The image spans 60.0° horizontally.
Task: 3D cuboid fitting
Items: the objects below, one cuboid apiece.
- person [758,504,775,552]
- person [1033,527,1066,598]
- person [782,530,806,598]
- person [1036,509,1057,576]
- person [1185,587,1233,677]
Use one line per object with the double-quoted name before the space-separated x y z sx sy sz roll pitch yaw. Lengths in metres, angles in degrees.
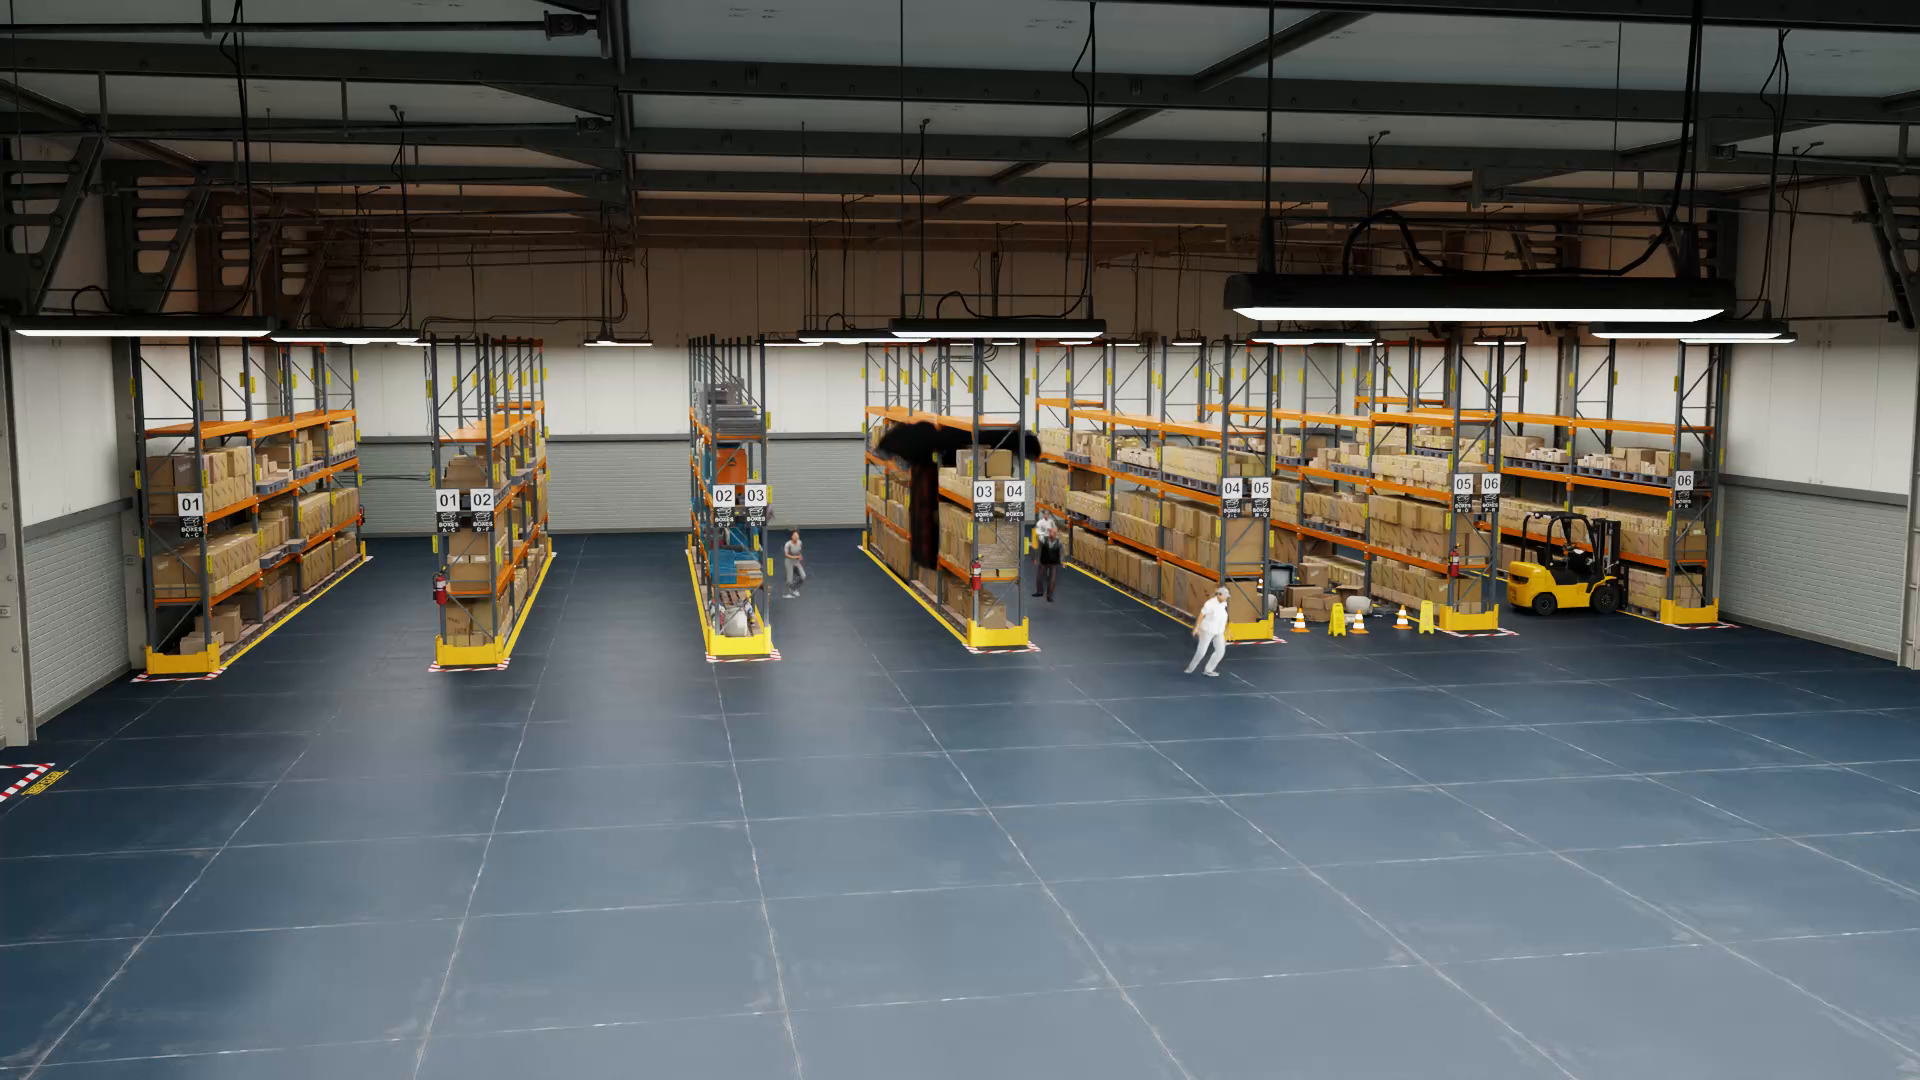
"person" -5.595 -0.421 47.363 0.551 1.449 0.978 -2 7 -20
"person" 1.990 0.496 36.939 0.739 1.620 0.575 1 7 6
"person" -3.710 0.542 37.101 0.571 1.561 0.807 -5 8 -37
"person" 2.206 0.054 42.239 0.580 1.717 0.760 -1 7 -6
"person" 4.384 1.603 29.150 0.757 1.589 0.676 -4 8 -31
